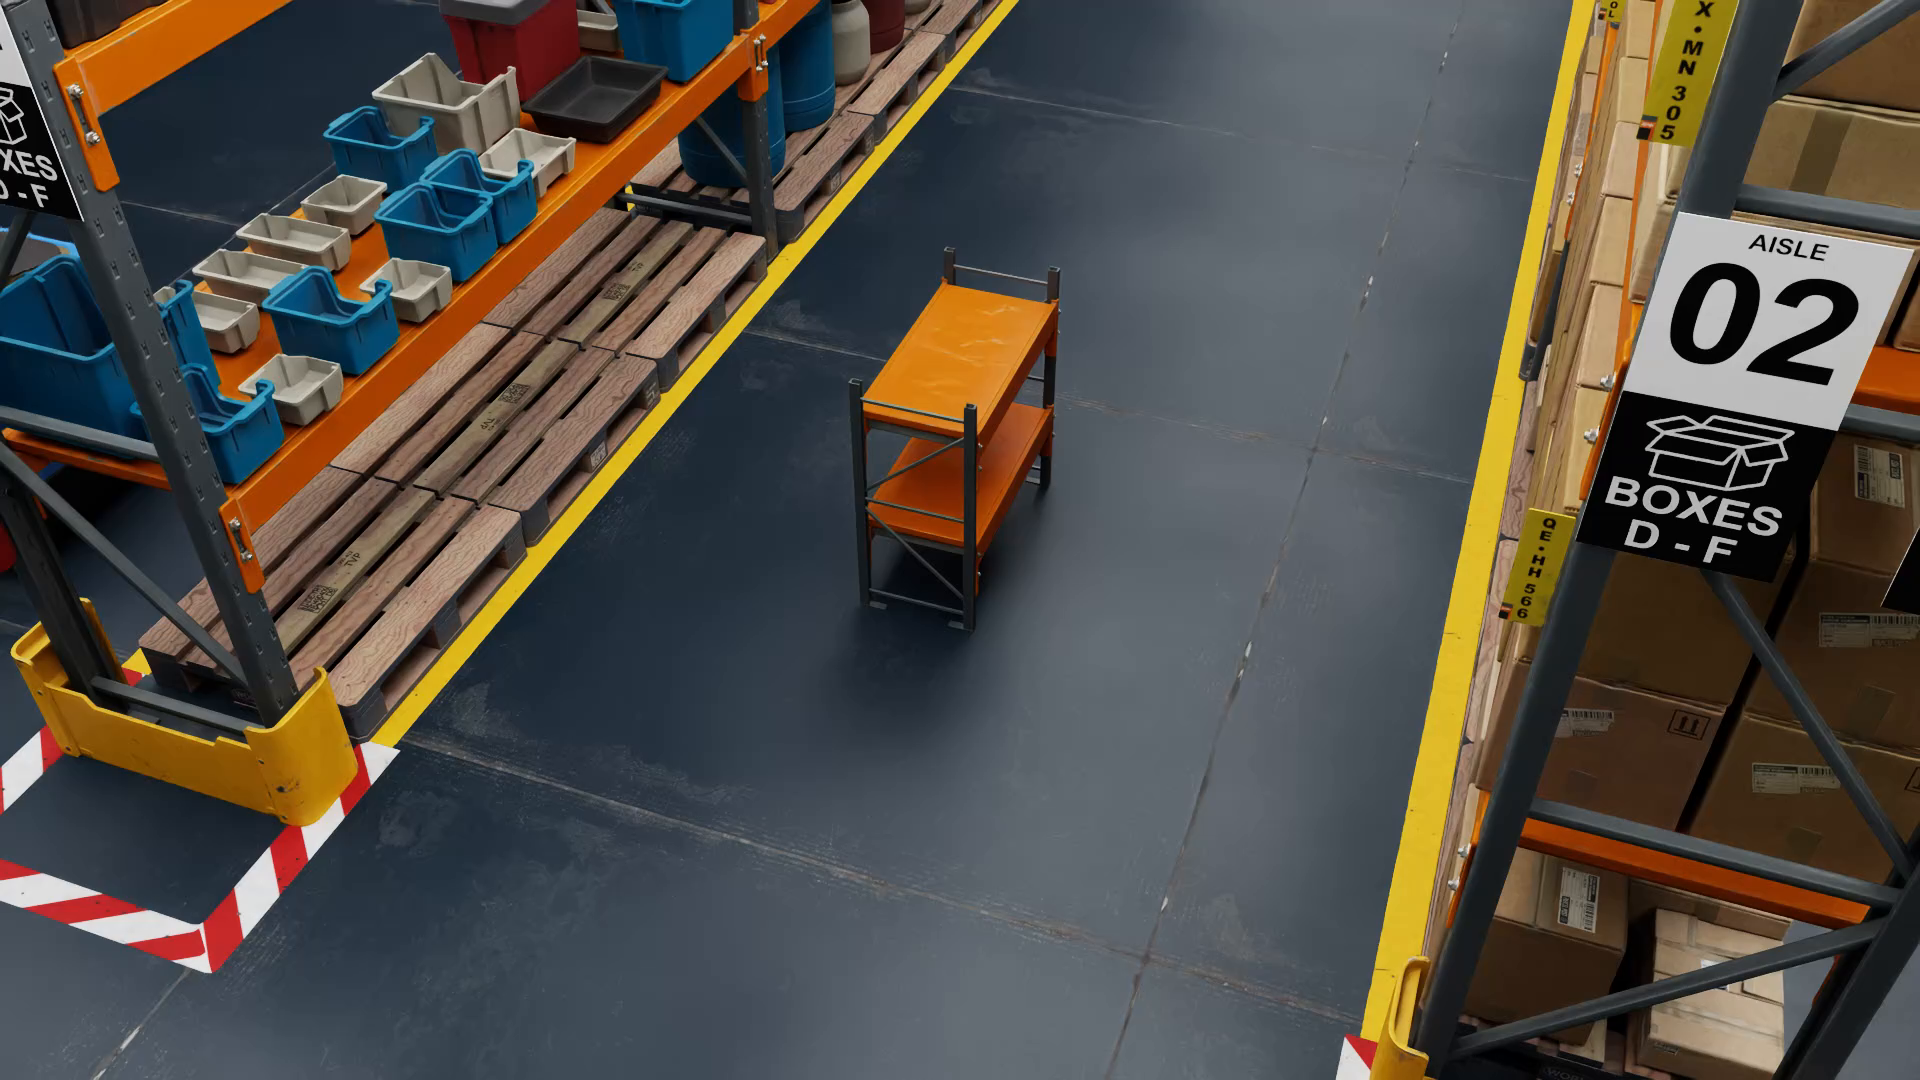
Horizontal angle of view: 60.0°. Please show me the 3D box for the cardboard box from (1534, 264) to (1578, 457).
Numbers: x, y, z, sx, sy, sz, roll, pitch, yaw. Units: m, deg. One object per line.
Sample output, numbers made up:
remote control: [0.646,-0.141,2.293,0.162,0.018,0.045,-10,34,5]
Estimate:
cardboard box: [2.225,-0.538,5.492,0.500,0.500,0.500,13,42,14]

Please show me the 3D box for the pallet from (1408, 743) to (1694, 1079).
pallet: [2.103,1.290,5.576,1.003,0.211,1.213,13,42,15]

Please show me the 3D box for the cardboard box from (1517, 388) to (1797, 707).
cardboard box: [1.699,0.011,4.079,0.500,0.500,0.500,13,42,15]

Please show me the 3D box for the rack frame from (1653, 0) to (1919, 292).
rack frame: [1.805,-1.521,2.099,1.000,3.000,0.127,13,42,15]

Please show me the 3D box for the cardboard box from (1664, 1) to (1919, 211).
cardboard box: [1.742,-0.883,3.393,0.500,0.250,0.500,13,42,15]

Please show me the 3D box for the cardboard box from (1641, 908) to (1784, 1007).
cardboard box: [2.357,1.341,5.212,0.380,0.166,0.250,13,42,15]

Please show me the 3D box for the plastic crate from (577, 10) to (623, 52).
plastic crate: [-1.774,-2.450,7.968,0.396,0.136,0.243,13,42,15]

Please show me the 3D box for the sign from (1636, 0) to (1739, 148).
sign: [1.291,-0.852,2.944,0.100,0.325,0.005,13,42,15]

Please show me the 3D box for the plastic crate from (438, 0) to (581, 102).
plastic crate: [-2.021,-2.338,7.584,0.402,0.464,0.583,13,42,15]

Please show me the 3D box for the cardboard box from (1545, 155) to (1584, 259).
cardboard box: [3.250,-1.559,8.353,0.500,0.500,0.500,13,42,15]

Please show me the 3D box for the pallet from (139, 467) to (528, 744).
pallet: [-2.530,0.226,6.822,1.003,0.211,1.213,13,42,15]

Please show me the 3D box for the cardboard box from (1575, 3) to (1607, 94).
cardboard box: [3.943,-2.799,9.807,0.500,0.500,0.500,12,42,14]

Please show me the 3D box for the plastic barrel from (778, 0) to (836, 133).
plastic barrel: [-1.036,-2.901,9.632,0.600,0.901,0.708,13,42,15]

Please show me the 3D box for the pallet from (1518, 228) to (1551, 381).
pallet: [3.416,-1.122,8.402,1.003,0.211,1.213,13,42,15]

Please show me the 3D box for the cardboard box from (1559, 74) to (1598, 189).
cardboard box: [3.593,-2.175,9.075,0.500,0.500,0.500,12,42,14]

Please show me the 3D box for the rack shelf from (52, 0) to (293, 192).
rack shelf: [-2.164,-2.427,6.027,1.077,0.370,4.000,13,42,15]

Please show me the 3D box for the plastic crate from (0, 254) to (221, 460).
plastic crate: [-2.909,-0.622,5.594,0.616,0.435,0.499,13,42,15]

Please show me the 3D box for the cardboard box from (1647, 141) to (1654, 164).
cardboard box: [1.915,-0.997,3.912,0.500,0.250,0.500,13,42,15]

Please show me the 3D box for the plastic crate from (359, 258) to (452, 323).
plastic crate: [-2.035,-0.931,6.187,0.250,0.136,0.298,13,42,15]

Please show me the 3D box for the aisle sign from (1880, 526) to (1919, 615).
aisle sign: [2.058,-0.121,3.077,0.394,0.787,0.004,13,42,15]

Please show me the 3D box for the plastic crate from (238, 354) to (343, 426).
plastic crate: [-2.267,-0.517,5.702,0.250,0.136,0.298,13,42,15]

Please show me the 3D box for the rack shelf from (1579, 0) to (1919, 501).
rack shelf: [2.489,-1.326,4.736,1.077,0.370,4.000,13,42,15]

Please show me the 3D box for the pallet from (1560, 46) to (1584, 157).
pallet: [4.250,-2.610,10.147,1.003,0.211,1.213,13,42,15]

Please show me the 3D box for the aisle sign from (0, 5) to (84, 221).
aisle sign: [-2.594,-1.219,4.365,0.394,0.787,0.004,13,42,15]

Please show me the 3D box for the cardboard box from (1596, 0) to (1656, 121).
cardboard box: [2.748,-1.872,6.285,0.500,0.500,0.500,14,43,16]

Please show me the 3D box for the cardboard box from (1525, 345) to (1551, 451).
cardboard box: [2.826,-0.615,7.392,0.500,0.311,0.500,13,42,15]

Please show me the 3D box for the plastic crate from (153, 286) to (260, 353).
plastic crate: [-2.739,-0.800,6.034,0.396,0.136,0.243,13,42,15]

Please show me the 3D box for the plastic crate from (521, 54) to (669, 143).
plastic crate: [-1.611,-1.956,7.397,0.437,0.125,0.590,13,42,15]

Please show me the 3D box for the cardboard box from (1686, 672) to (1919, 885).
cardboard box: [2.205,0.511,4.262,0.500,0.500,0.500,14,42,16]

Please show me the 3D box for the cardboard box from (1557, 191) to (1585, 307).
cardboard box: [2.571,-1.153,6.213,0.500,0.500,0.500,14,42,16]

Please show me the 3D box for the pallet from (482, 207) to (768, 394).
pallet: [-1.695,-1.262,8.566,1.003,0.211,1.213,13,42,15]

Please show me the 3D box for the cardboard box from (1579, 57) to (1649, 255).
cardboard box: [2.395,-1.243,5.549,0.500,0.500,0.500,12,42,14]

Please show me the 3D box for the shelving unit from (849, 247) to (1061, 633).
shelving unit: [-0.002,-0.424,6.880,0.538,1.125,1.048,13,42,15]

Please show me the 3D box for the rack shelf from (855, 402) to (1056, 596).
rack shelf: [-0.002,-0.238,7.039,0.538,0.278,1.000,13,42,15]

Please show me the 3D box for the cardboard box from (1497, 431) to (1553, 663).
cardboard box: [1.877,0.073,4.777,0.500,0.500,0.500,14,42,15]

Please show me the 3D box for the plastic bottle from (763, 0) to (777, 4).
plastic bottle: [-0.954,-2.864,8.386,0.061,0.283,0.133,13,42,15]

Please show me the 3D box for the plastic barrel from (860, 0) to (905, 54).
plastic barrel: [-0.650,-3.471,10.541,0.600,0.588,0.708,13,42,15]

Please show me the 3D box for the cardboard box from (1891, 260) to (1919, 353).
cardboard box: [2.220,-0.579,3.422,0.500,0.250,0.500,13,42,15]

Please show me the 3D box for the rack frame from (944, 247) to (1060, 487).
rack frame: [0.172,-0.734,7.243,0.500,1.125,0.032,13,42,15]

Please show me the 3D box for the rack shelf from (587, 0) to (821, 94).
rack shelf: [-0.796,-3.726,9.860,1.077,0.370,4.000,13,42,15]

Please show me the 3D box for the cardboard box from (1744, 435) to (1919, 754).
cardboard box: [2.205,0.131,3.938,0.500,0.500,0.500,15,43,16]

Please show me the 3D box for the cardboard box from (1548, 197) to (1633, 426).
cardboard box: [2.044,-0.615,4.812,0.500,0.500,0.500,14,43,16]

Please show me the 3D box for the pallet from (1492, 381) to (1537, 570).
pallet: [2.938,-0.199,7.320,1.003,0.211,1.213,13,42,15]

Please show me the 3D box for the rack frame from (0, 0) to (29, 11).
rack frame: [-2.848,-2.622,3.390,1.000,3.000,0.127,13,42,15]

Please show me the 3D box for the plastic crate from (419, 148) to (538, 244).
plastic crate: [-1.901,-1.363,6.619,0.416,0.233,0.300,13,42,15]

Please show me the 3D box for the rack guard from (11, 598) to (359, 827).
rack guard: [-2.844,0.628,6.128,1.175,0.500,0.348,13,42,15]

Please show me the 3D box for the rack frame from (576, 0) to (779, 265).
rack frame: [-1.480,-2.780,8.197,1.000,3.000,0.127,13,42,15]

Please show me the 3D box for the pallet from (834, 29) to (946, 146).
pallet: [-0.762,-2.927,10.518,1.003,0.211,1.213,13,42,15]

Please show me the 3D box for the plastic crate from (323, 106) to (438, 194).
plastic crate: [-2.387,-1.609,6.907,0.416,0.233,0.300,13,42,15]

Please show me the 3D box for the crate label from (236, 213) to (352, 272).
crate label: [-2.554,-1.149,6.443,0.396,0.136,0.243,13,42,15]

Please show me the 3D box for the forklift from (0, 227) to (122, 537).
forklift: [-5.230,-1.585,6.850,3.031,2.935,1.130,14,42,16]

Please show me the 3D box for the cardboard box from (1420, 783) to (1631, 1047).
cardboard box: [1.760,1.159,5.168,0.500,0.500,0.500,13,42,15]
